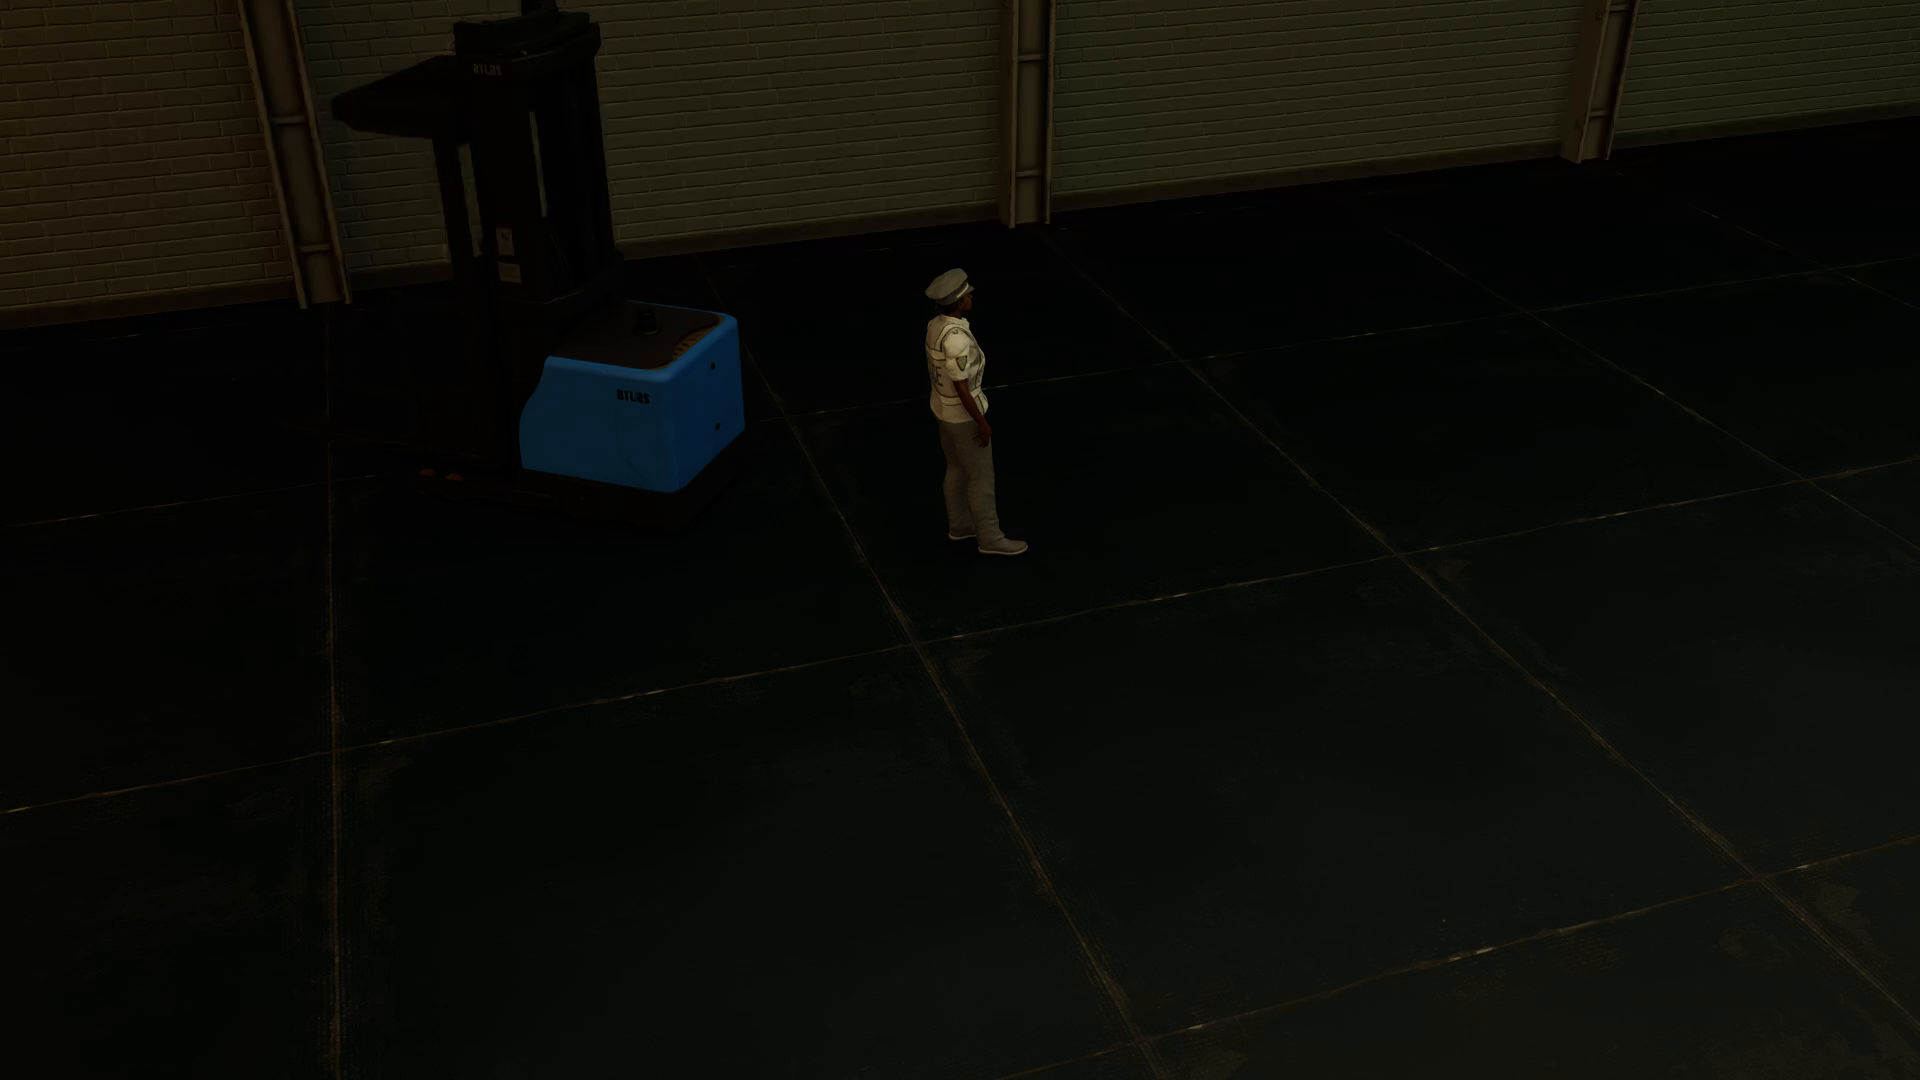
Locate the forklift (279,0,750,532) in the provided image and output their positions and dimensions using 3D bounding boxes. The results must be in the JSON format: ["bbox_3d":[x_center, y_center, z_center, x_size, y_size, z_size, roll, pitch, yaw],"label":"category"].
[{"bbox_3d":[-2.935,-1.755,10.137,3.031,2.935,1.130,10,31,17],"label":"forklift"}]

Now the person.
[{"bbox_3d":[0.078,-0.743,9.604,0.528,1.695,0.569,-10,31,-16],"label":"person"}]
